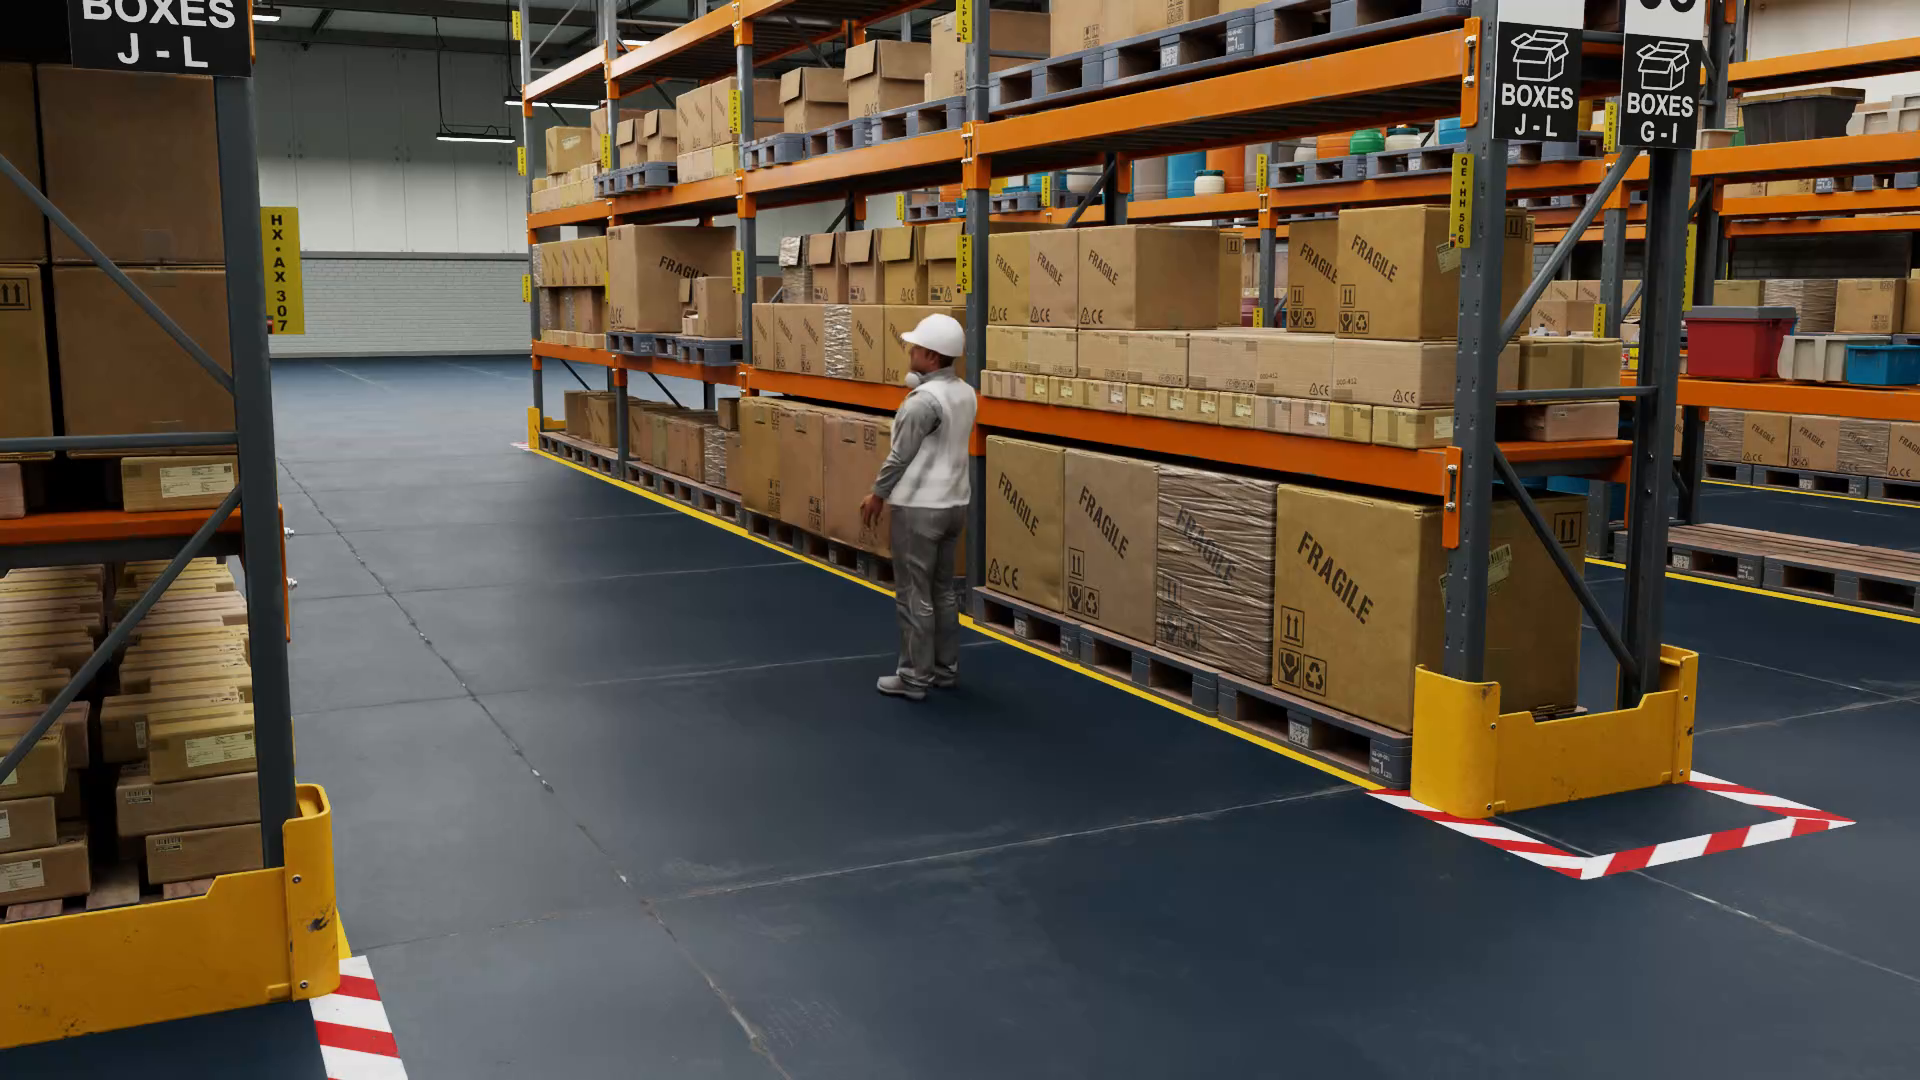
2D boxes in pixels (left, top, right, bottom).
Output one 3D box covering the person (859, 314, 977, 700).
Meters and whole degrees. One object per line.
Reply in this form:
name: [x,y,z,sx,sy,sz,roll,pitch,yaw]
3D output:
person: [-0.183,-0.160,7.773,0.486,1.779,0.589,4,9,26]
